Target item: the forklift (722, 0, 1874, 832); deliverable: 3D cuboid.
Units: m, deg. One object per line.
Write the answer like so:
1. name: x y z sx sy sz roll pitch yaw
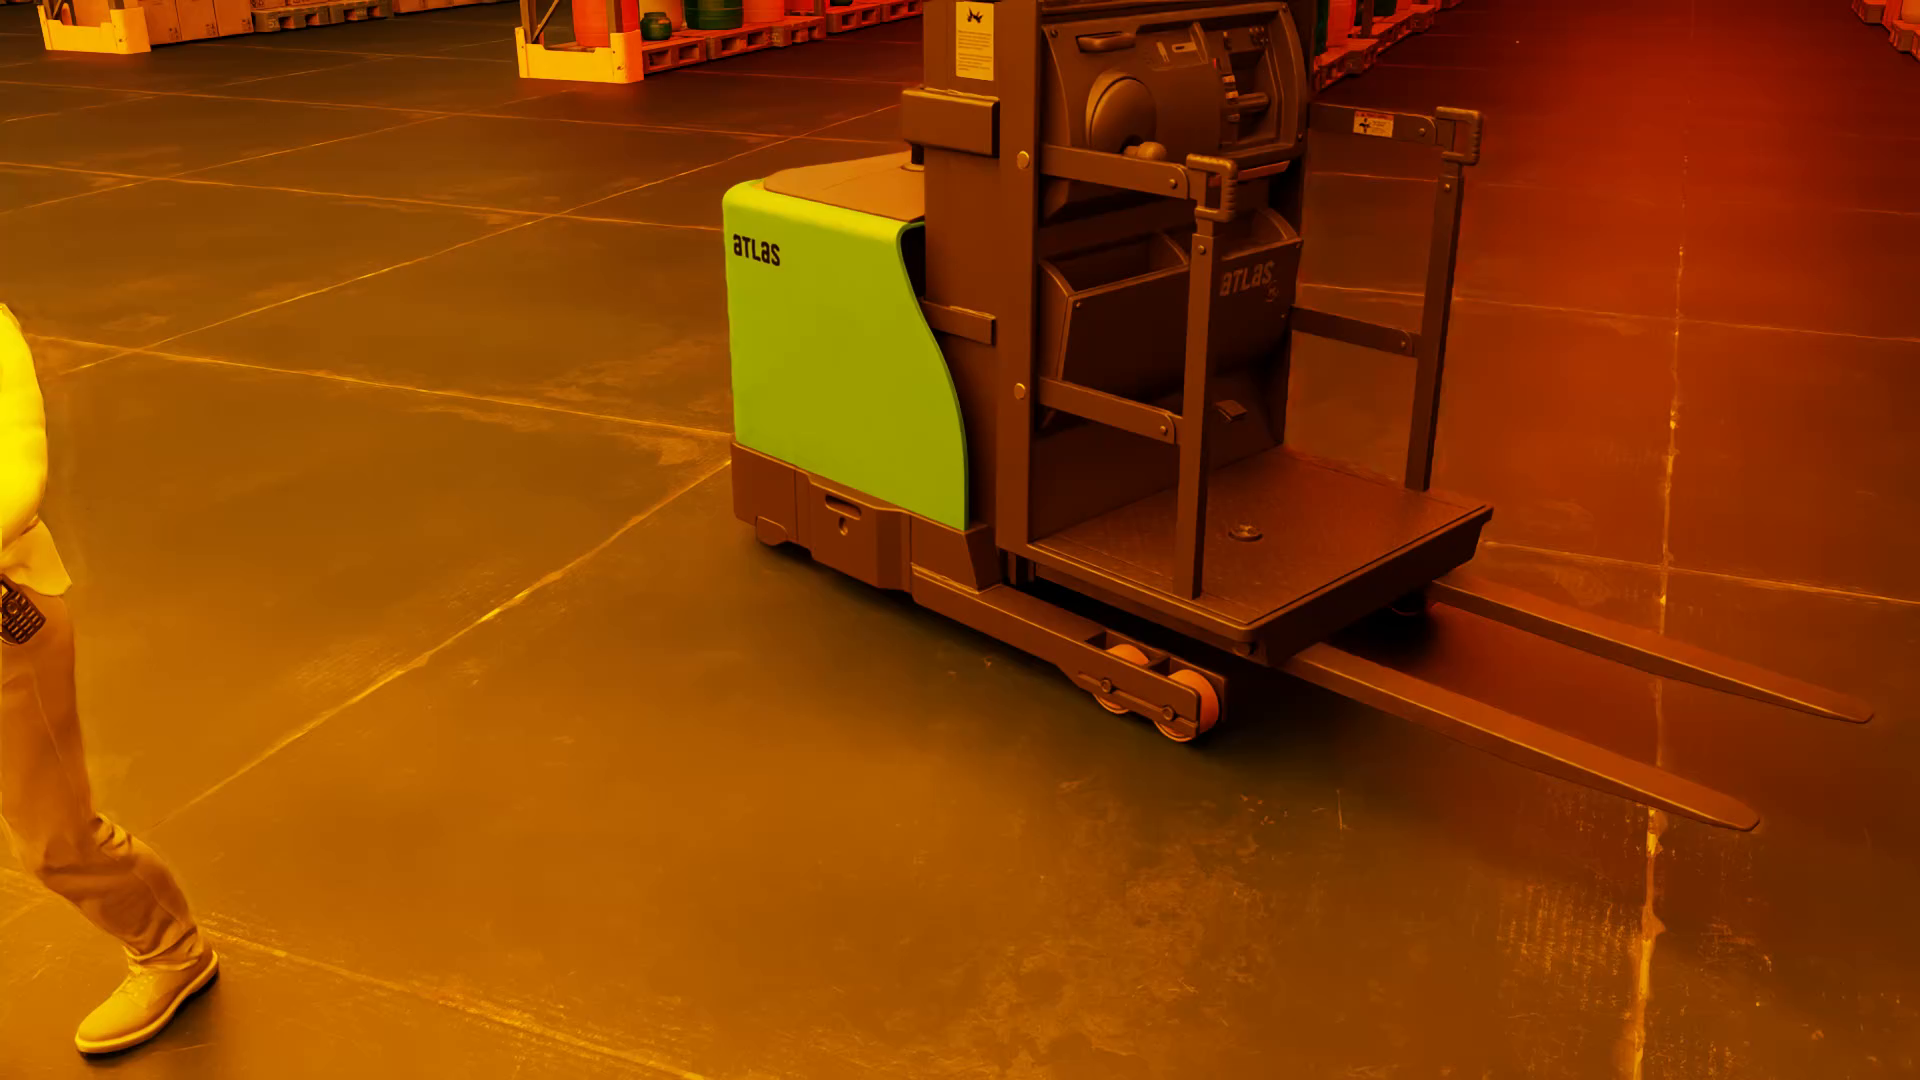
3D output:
1. forklift: 0.694 -1.099 3.921 1.130 2.935 3.031 -21 30 -40

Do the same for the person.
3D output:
1. person: -1.666 0.172 2.593 0.901 1.655 0.687 10 25 23
